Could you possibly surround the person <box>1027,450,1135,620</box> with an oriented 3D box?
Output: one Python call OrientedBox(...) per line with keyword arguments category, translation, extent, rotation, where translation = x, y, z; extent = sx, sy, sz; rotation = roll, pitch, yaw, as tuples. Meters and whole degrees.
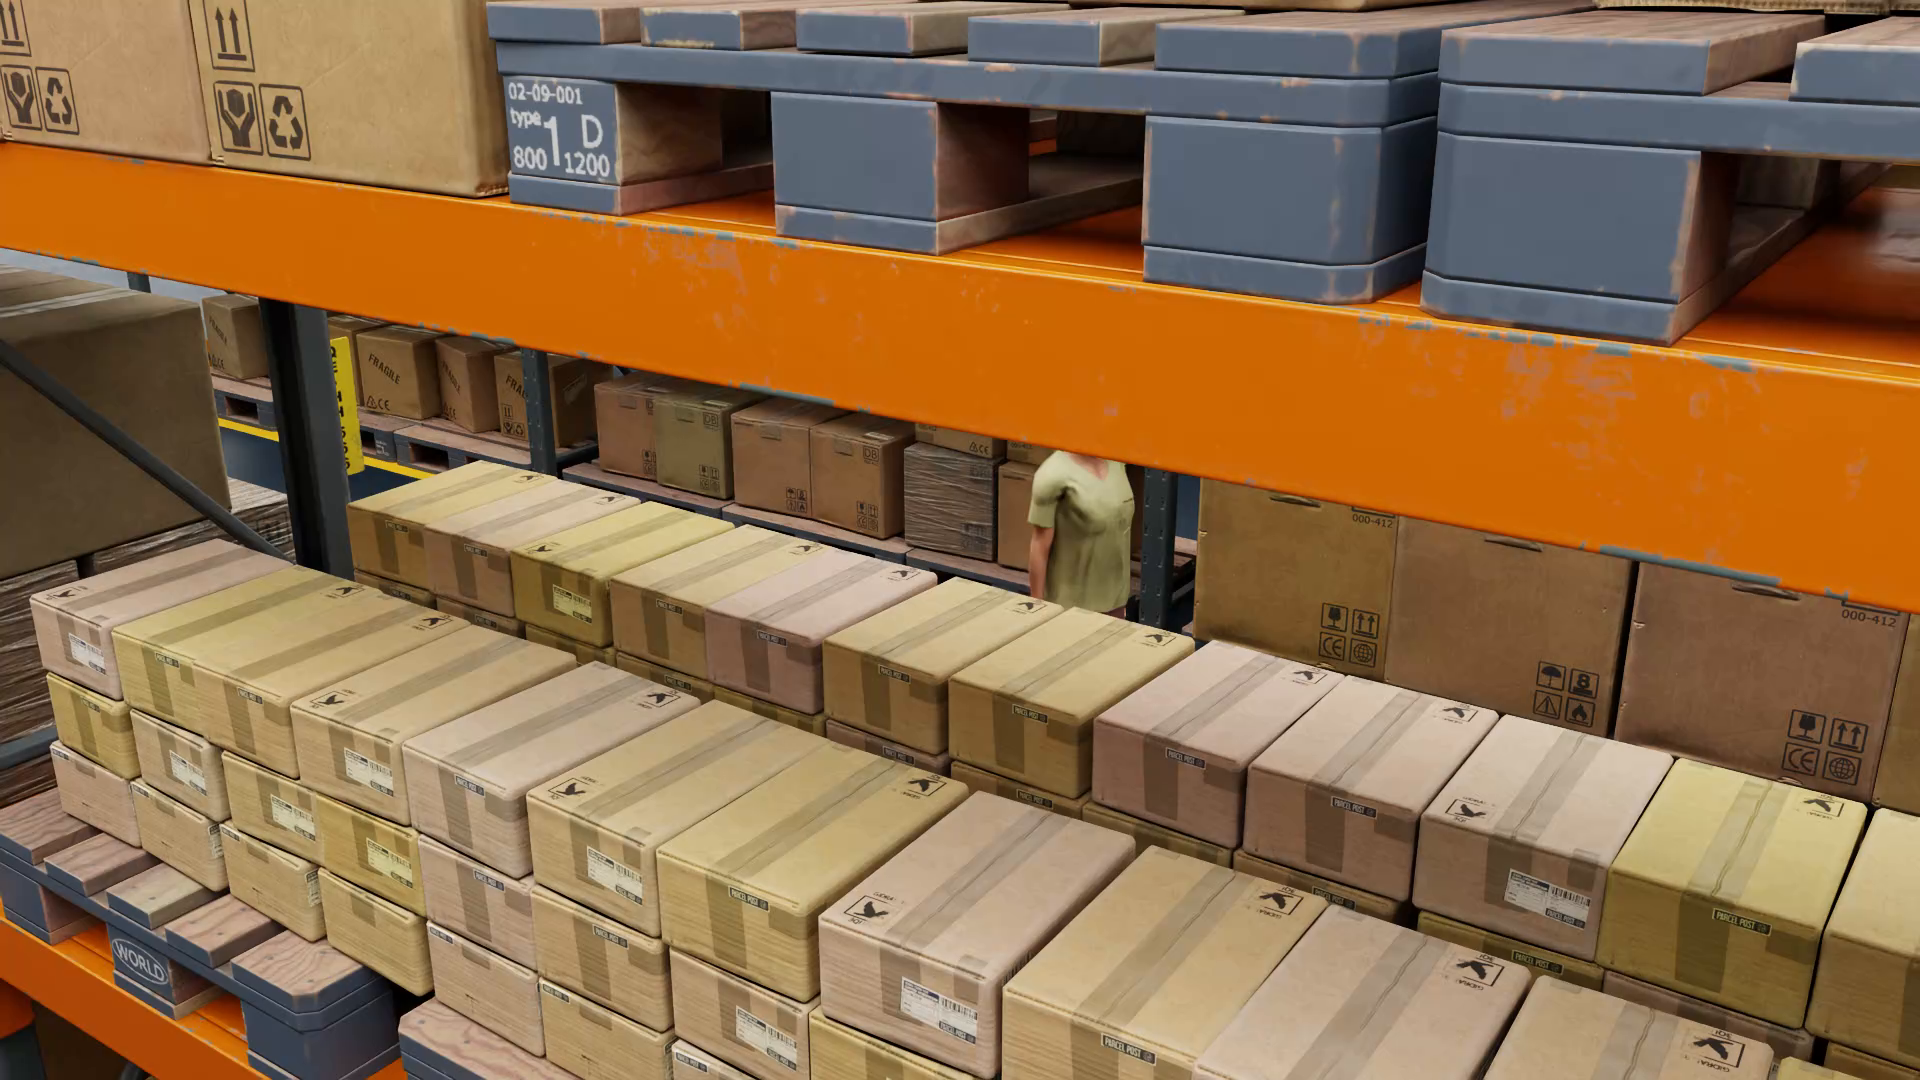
OrientedBox(category="person", translation=(0.509, 0.255, 5.860), extent=(0.446, 1.664, 0.589), rotation=(-18, 26, -40))
